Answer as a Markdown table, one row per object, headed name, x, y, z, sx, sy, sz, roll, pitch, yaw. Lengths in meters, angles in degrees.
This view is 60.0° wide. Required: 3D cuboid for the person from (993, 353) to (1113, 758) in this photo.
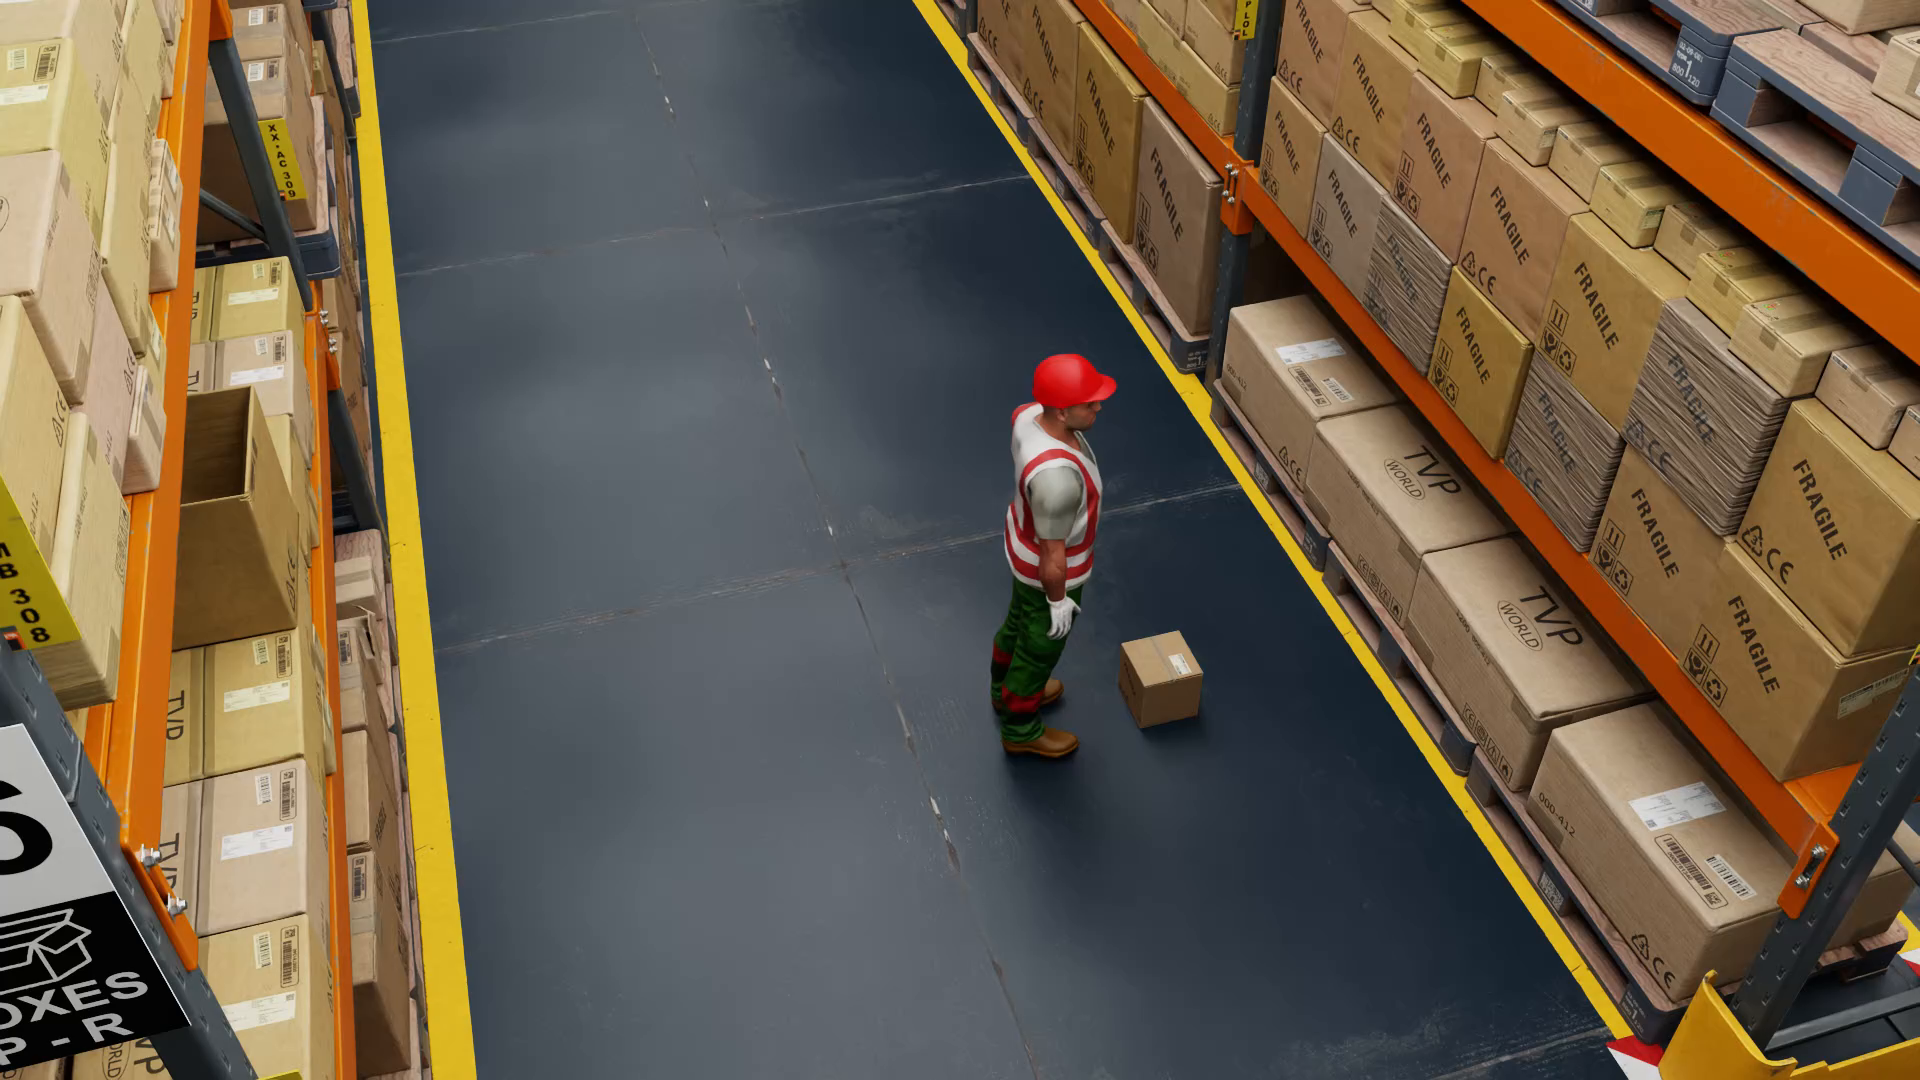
| name | x | y | z | sx | sy | sz | roll | pitch | yaw |
| --- | --- | --- | --- | --- | --- | --- | --- | --- | --- |
| person | 0.340 | 0.070 | 6.044 | 0.346 | 1.789 | 0.540 | -12 | 43 | -13 |
